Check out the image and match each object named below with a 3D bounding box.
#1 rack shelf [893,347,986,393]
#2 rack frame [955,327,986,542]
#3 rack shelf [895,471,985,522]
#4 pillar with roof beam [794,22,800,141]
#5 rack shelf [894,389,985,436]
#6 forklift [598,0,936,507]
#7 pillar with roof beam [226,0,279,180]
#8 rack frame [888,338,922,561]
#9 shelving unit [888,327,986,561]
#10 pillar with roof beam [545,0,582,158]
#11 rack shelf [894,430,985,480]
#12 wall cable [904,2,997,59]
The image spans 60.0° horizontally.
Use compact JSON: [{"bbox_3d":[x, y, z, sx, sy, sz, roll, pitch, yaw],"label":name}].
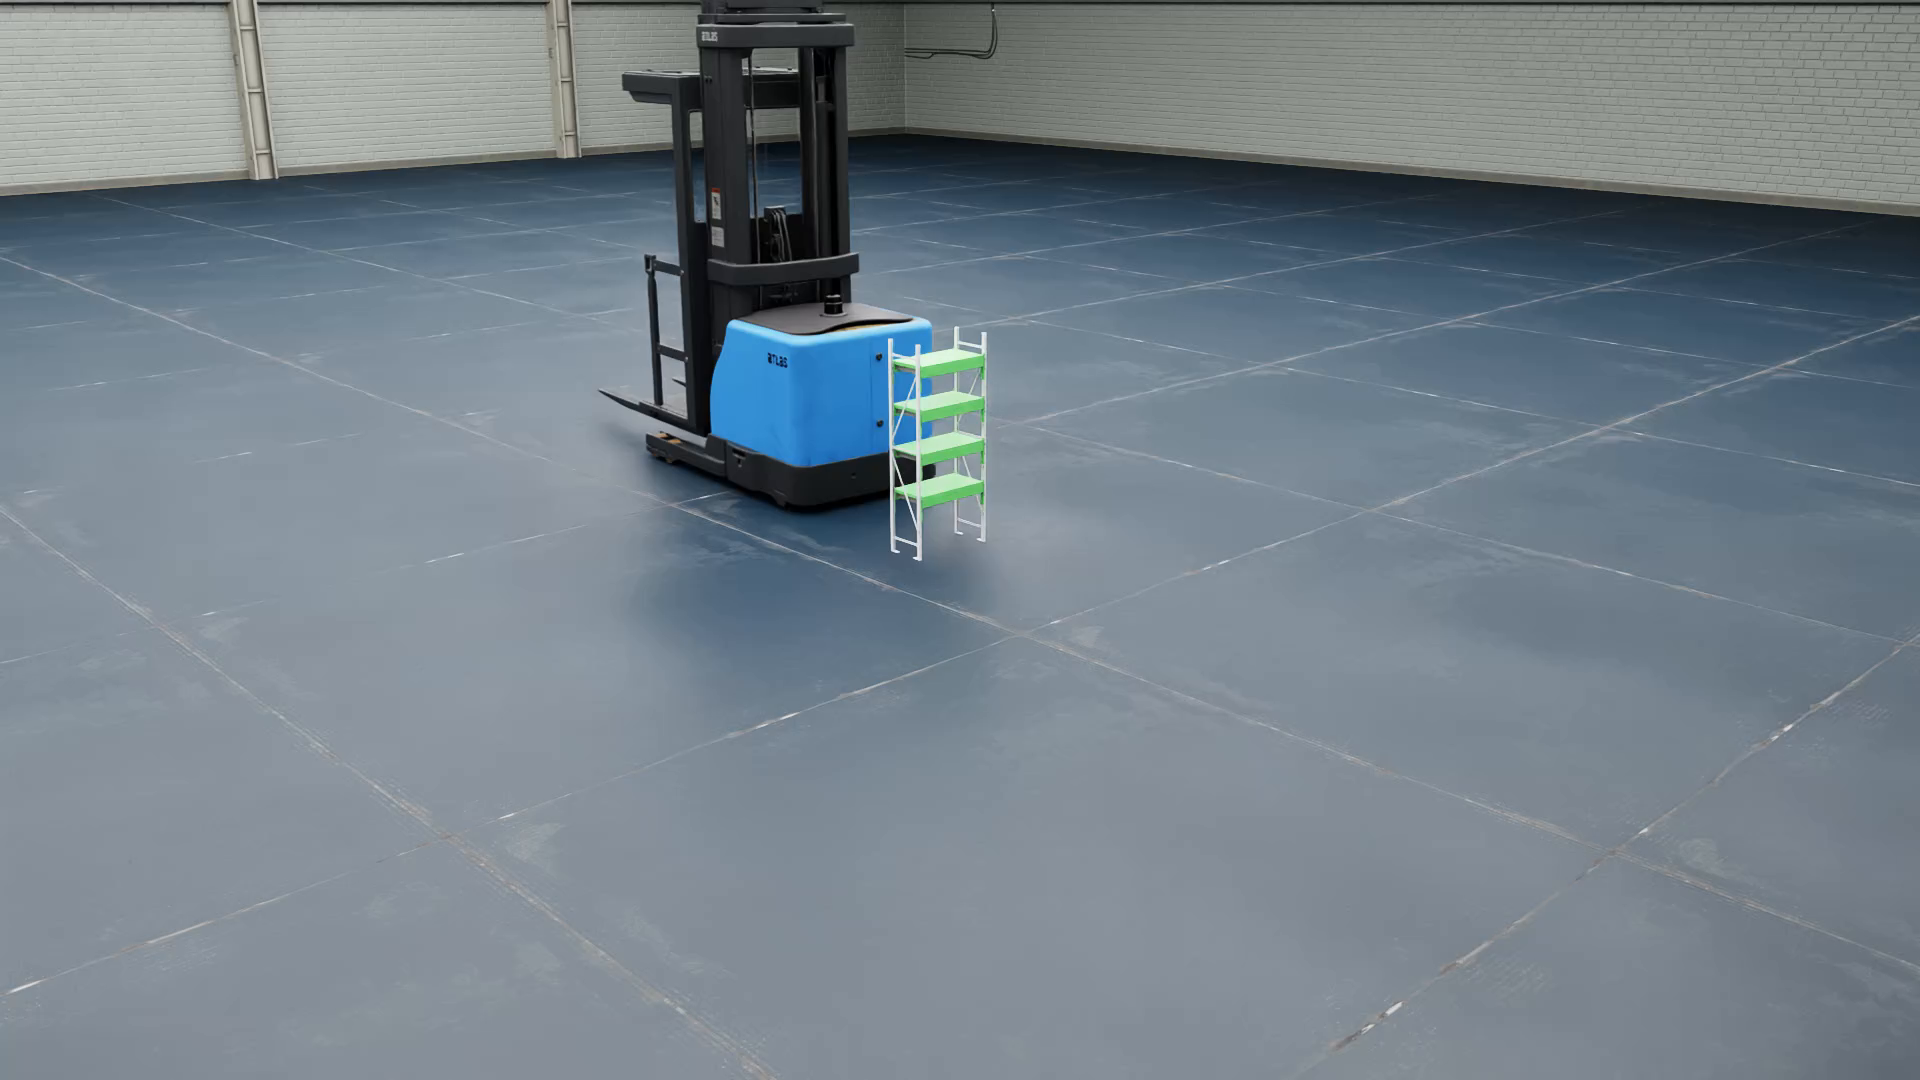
[{"bbox_3d":[-0.120,-0.931,9.063,0.480,0.148,0.258,-16,24,-41],"label":"rack shelf"},{"bbox_3d":[0.057,-0.587,9.351,0.015,1.200,0.240,-16,24,-41],"label":"rack frame"},{"bbox_3d":[-0.120,-0.247,9.285,0.480,0.148,0.258,-16,24,-41],"label":"rack shelf"},{"bbox_3d":[-0.378,-12.120,32.277,0.400,9.000,9.100,-16,24,-41],"label":"pillar with roof beam"},{"bbox_3d":[-0.120,-0.703,9.137,0.480,0.148,0.258,-16,24,-41],"label":"rack shelf"},{"bbox_3d":[-1.455,-1.982,10.845,1.130,2.935,3.031,-14,22,-36],"label":"forklift"},{"bbox_3d":[-9.098,-9.578,24.434,0.400,9.000,9.100,-16,24,-41],"label":"pillar with roof beam"},{"bbox_3d":[-0.298,-0.484,9.032,0.015,1.200,0.240,-16,24,-41],"label":"rack frame"},{"bbox_3d":[-0.120,-0.536,9.191,0.503,1.200,0.258,-16,24,-41],"label":"shelving unit"},{"bbox_3d":[-4.738,-10.849,28.355,0.400,9.000,9.100,-16,24,-41],"label":"pillar with roof beam"},{"bbox_3d":[-0.120,-0.475,9.211,0.480,0.148,0.258,-16,24,-41],"label":"rack shelf"},{"bbox_3d":[-0.287,-11.936,36.742,0.112,2.526,3.097,-16,24,-41],"label":"wall cable"}]
